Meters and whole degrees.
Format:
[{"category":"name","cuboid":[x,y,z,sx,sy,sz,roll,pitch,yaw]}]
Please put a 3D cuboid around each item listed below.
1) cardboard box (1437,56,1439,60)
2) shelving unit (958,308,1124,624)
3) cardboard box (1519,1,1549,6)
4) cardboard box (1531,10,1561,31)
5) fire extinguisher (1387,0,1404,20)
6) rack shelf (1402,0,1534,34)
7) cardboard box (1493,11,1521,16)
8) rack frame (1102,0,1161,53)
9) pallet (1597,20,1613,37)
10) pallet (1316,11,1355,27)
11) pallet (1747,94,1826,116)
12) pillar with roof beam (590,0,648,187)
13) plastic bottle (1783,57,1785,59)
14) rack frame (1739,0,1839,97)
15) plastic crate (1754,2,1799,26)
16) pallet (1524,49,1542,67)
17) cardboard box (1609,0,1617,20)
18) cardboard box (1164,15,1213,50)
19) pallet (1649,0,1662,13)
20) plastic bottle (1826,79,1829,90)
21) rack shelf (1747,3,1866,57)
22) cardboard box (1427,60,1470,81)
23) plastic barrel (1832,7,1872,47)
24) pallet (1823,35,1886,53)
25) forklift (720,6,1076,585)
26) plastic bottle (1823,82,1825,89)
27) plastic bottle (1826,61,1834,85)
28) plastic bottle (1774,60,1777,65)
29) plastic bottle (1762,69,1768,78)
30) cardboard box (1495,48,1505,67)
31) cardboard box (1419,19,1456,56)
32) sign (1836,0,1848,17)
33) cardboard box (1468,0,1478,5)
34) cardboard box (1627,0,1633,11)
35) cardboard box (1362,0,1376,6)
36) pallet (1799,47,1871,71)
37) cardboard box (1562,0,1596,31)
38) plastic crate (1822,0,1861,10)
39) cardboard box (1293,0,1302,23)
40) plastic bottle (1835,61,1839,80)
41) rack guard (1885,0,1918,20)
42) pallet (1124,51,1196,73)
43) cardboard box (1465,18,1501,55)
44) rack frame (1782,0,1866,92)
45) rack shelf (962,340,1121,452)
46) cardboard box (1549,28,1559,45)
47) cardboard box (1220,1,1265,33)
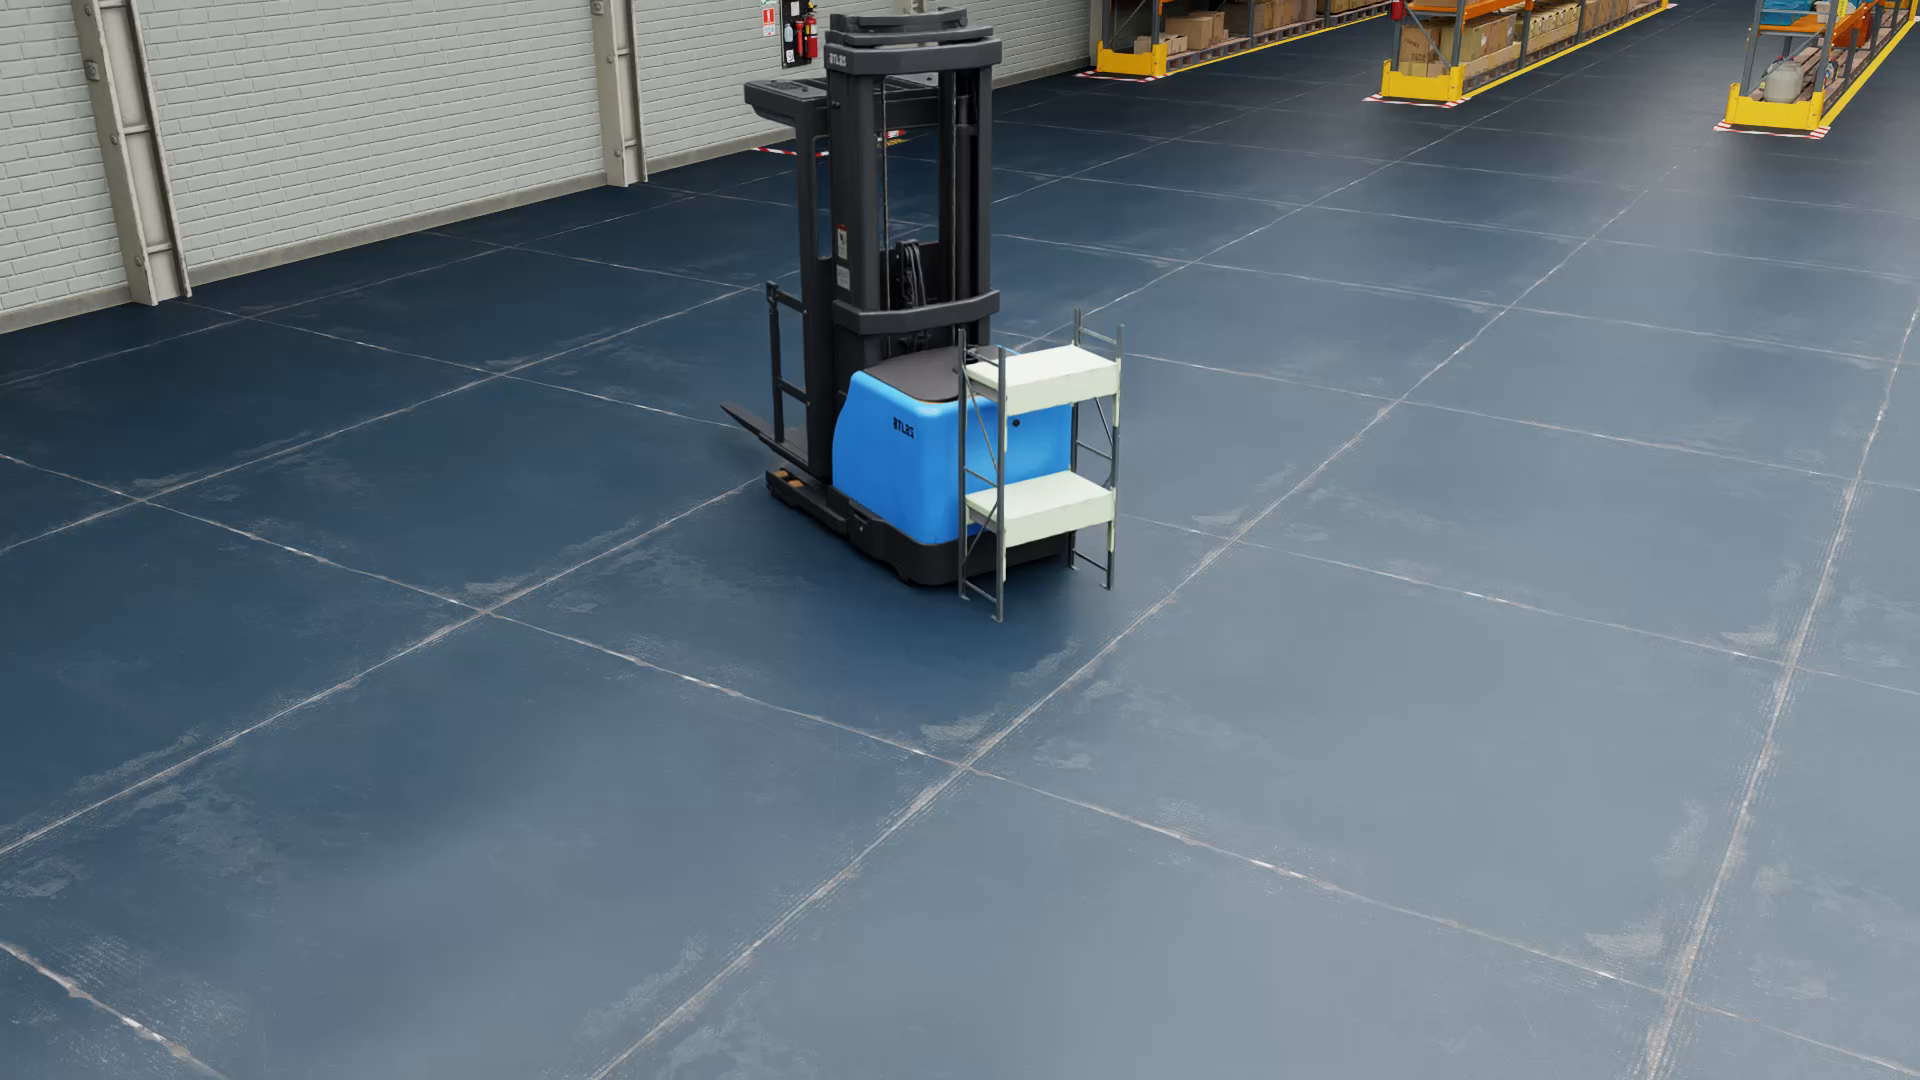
[{"category":"cardboard box","cuboid":[7.312,-7.476,26.177,0.500,0.250,0.500,14,27,29]},{"category":"shelving unit","cuboid":[0.416,-0.397,8.780,0.755,1.500,0.431,-14,27,-30]},{"category":"cardboard box","cuboid":[10.721,-9.904,31.079,0.500,0.311,0.500,15,28,31]},{"category":"cardboard box","cuboid":[10.376,-9.276,29.628,0.500,0.311,0.500,15,27,30]},{"category":"fire extinguisher","cuboid":[6.570,-8.153,24.905,0.296,0.674,0.183,14,27,29]},{"category":"rack shelf","cuboid":[8.082,-8.476,26.459,1.077,0.370,4.000,14,27,29]},{"category":"cardboard box","cuboid":[9.641,-9.211,29.478,0.500,0.311,0.500,14,27,29]},{"category":"rack frame","cuboid":[2.816,-9.168,27.152,1.000,3.000,0.127,14,27,29]},{"category":"pallet","cuboid":[12.317,-10.206,33.059,1.003,0.211,1.213,14,27,29]},{"category":"pallet","cuboid":[7.516,-10.839,34.521,1.003,0.211,1.213,14,27,29]},{"category":"pallet","cuboid":[11.666,-6.121,23.623,1.003,0.211,1.213,14,27,29]},{"category":"pillar with roof beam","cuboid":[-0.222,-7.386,15.485,9.100,9.000,0.400,14,27,29]},{"category":"plastic bottle","cuboid":[12.802,-7.376,25.893,0.097,0.271,0.097,0,23,0]},{"category":"rack frame","cuboid":[11.233,-7.092,22.356,1.000,3.000,0.127,14,27,29]},{"category":"plastic crate","cuboid":[11.243,-7.255,22.921,0.499,0.251,0.616,14,27,29]},{"category":"pallet","cuboid":[9.492,-8.458,29.023,1.003,0.211,1.213,14,27,29]},{"category":"cardboard box","cuboid":[12.807,-10.675,33.226,0.500,0.500,0.500,14,27,30]},{"category":"cardboard box","cuboid":[3.988,-8.867,29.049,0.700,0.500,0.500,12,26,26]},{"category":"pallet","cuboid":[15.007,-11.957,37.104,1.003,0.211,1.213,14,27,29]},{"category":"plastic bottle","cuboid":[12.740,-6.739,24.510,0.097,0.201,0.097,0,23,0]},{"category":"rack shelf","cuboid":[12.288,-7.437,24.058,1.077,0.370,4.000,14,27,29]},{"category":"cardboard box","cuboid":[7.499,-7.196,25.530,0.500,0.250,0.500,14,27,29]},{"category":"plastic barrel","cuboid":[15.696,-9.157,29.331,0.600,0.830,0.708,14,27,29]},{"category":"pallet","cuboid":[16.478,-9.197,30.730,1.003,0.211,1.213,14,27,29]},{"category":"forklift","cuboid":[-0.551,-1.636,9.840,1.130,2.935,3.031,-14,27,-29]},{"category":"plastic bottle","cuboid":[12.509,-6.591,24.168,0.097,0.201,0.097,0,23,0]},{"category":"plastic bottle","cuboid":[12.976,-6.977,24.871,0.144,0.351,0.185,14,27,29]},{"category":"plastic bottle","cuboid":[12.241,-7.035,25.007,0.144,0.351,0.185,14,27,29]},{"category":"plastic bottle","cuboid":[11.875,-6.802,24.552,0.061,0.283,0.133,15,27,30]},{"category":"cardboard box","cuboid":[8.554,-7.871,27.089,0.500,0.250,0.500,14,27,29]},{"category":"cardboard box","cuboid":[7.572,-7.990,26.420,0.500,0.500,0.500,14,27,29]},{"category":"sign","cuboid":[11.698,-7.102,22.032,0.100,0.325,0.005,14,27,29]},{"category":"cardboard box","cuboid":[7.557,-8.510,25.507,0.700,0.500,0.500,15,27,30]},{"category":"cardboard box","cuboid":[13.762,-11.246,34.782,0.500,0.311,0.500,14,27,29]},{"category":"cardboard box","cuboid":[8.447,-11.877,35.587,0.750,0.750,0.750,15,27,31]},{"category":"pallet","cuboid":[15.011,-8.259,28.562,1.003,0.211,1.213,14,27,29]},{"category":"cardboard box","cuboid":[11.729,-9.980,31.620,0.500,0.500,0.500,15,28,31]},{"category":"plastic crate","cuboid":[12.990,-7.943,24.510,0.499,0.251,0.616,14,27,29]},{"category":"cardboard box","cuboid":[6.330,-10.519,32.866,0.700,0.500,0.500,14,27,29]},{"category":"plastic bottle","cuboid":[13.369,-7.166,25.392,0.061,0.283,0.133,15,28,32]},{"category":"rack guard","cuboid":[19.674,-11.356,35.352,1.175,0.500,0.348,14,27,29]},{"category":"pallet","cuboid":[3.315,-8.181,28.382,1.003,0.211,1.213,14,27,29]},{"category":"cardboard box","cuboid":[8.292,-8.046,26.549,0.500,0.500,0.500,14,27,29]},{"category":"rack frame","cuboid":[13.343,-8.442,25.475,1.000,3.000,0.127,14,27,29]},{"category":"rack shelf","cuboid":[0.416,-0.755,8.625,0.720,0.370,0.431,-14,27,-30]},{"category":"cardboard box","cuboid":[10.371,-9.015,29.732,0.500,0.250,0.500,14,27,30]},{"category":"cardboard box","cuboid":[5.300,-9.825,31.262,0.700,0.500,0.500,15,28,31]}]
